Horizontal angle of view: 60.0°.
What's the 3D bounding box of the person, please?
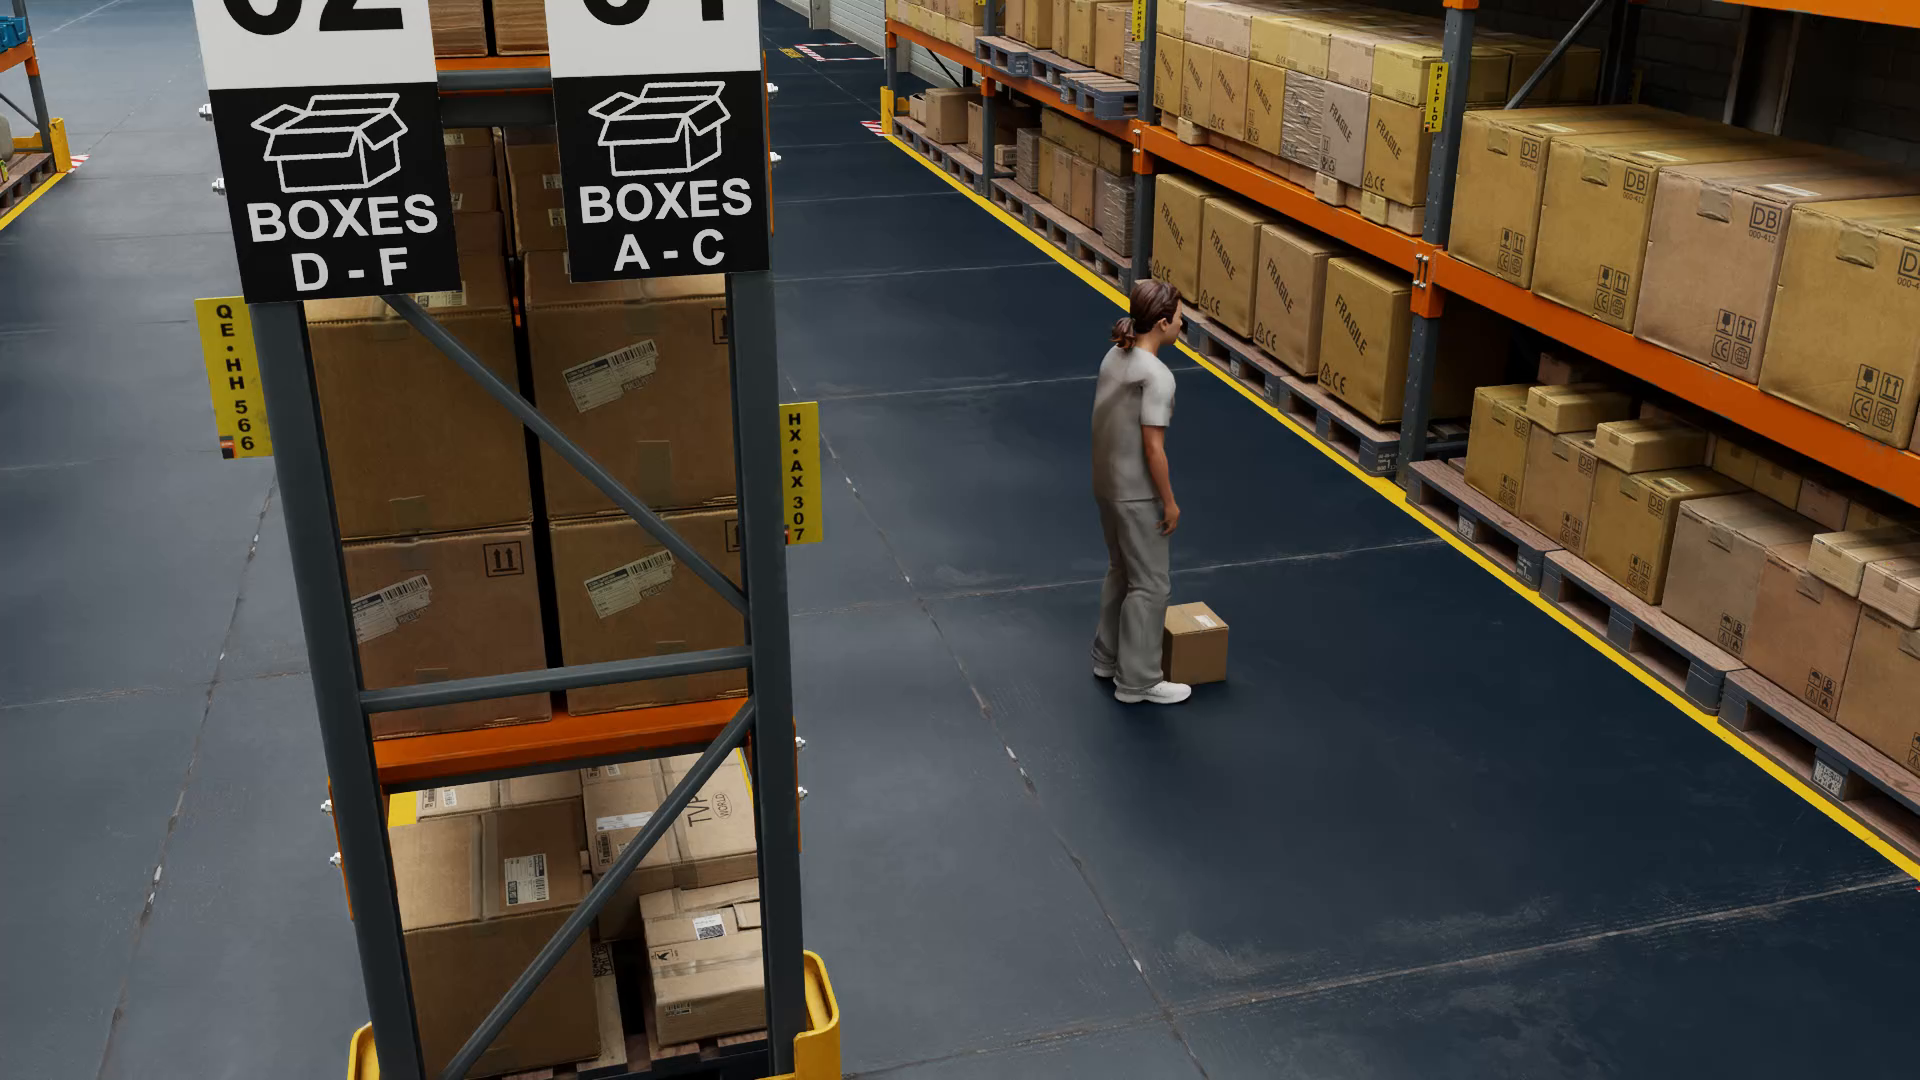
[{"bbox_3d":[0.705,-0.192,6.549,0.354,1.673,0.513,-7,24,-17],"label":"person"}]
